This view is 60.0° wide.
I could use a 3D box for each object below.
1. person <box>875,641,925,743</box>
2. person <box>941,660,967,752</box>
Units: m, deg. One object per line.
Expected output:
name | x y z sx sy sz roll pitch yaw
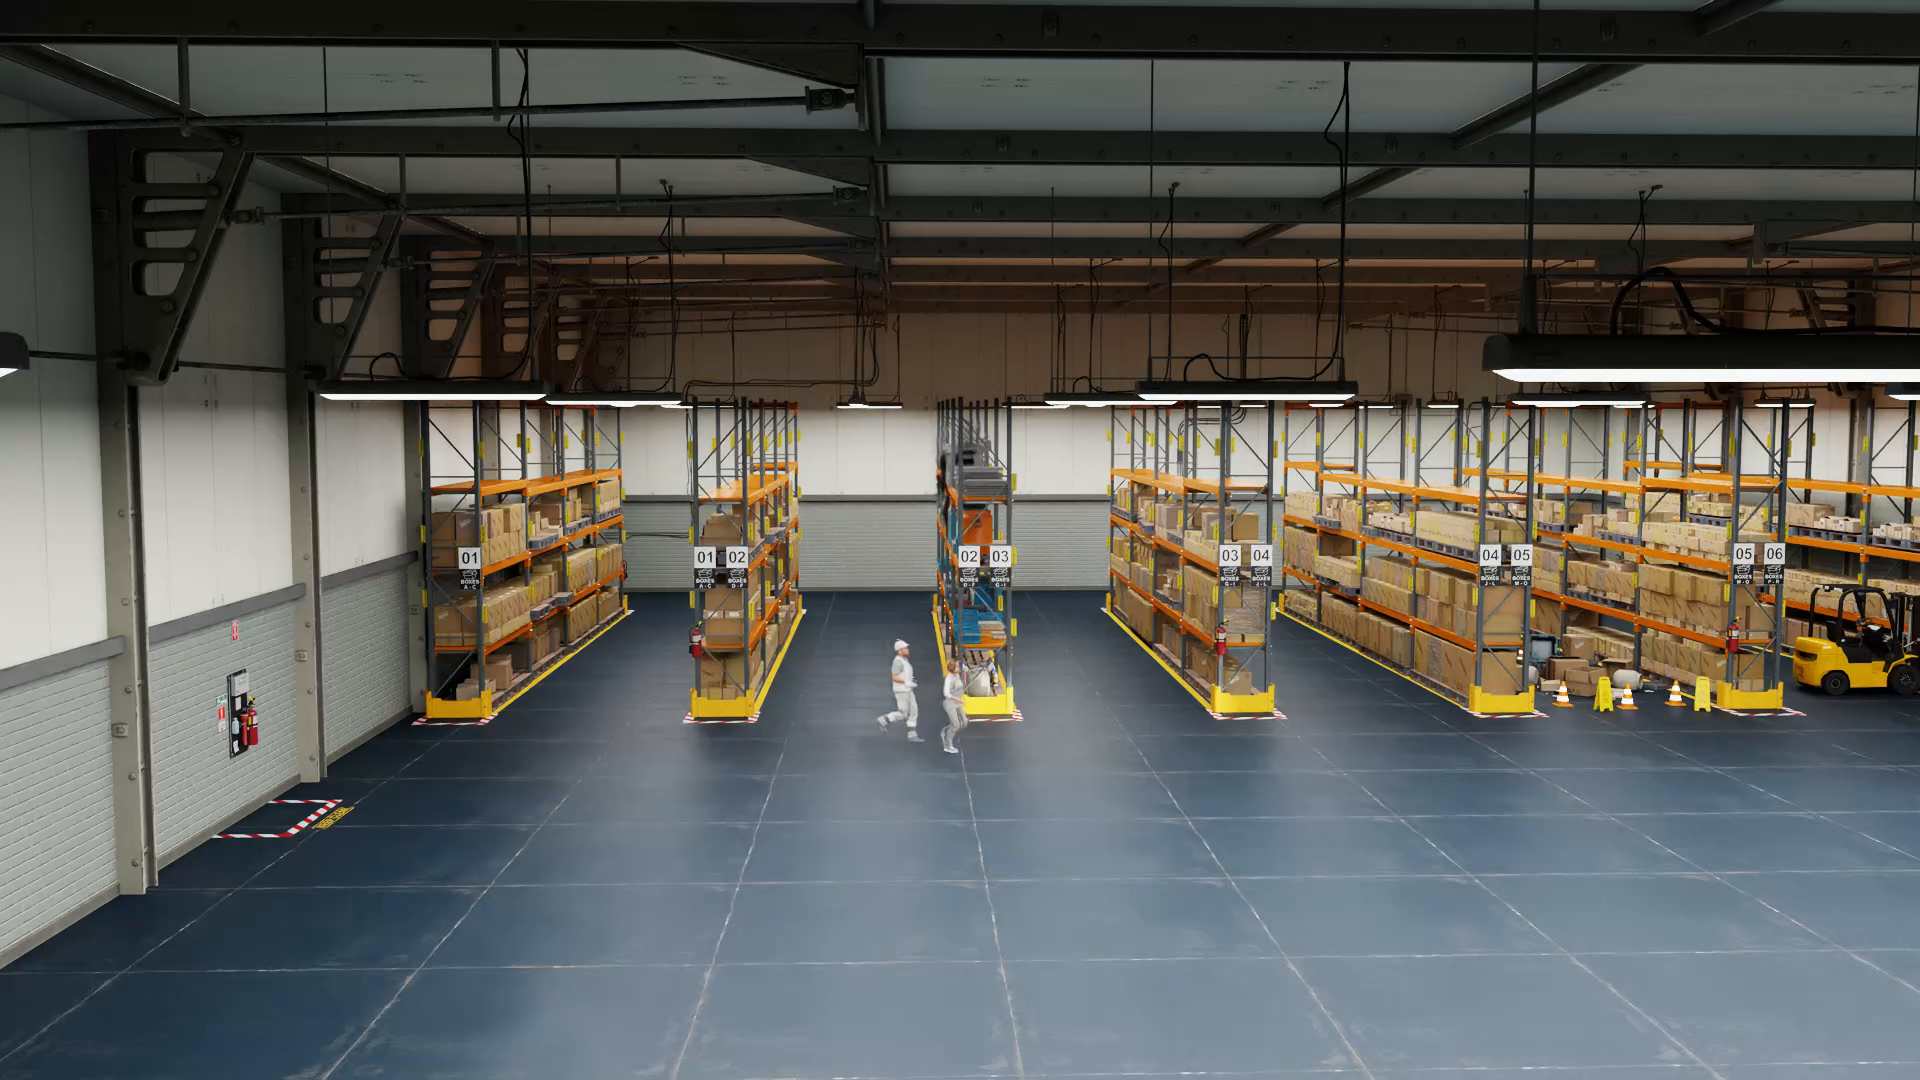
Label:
person | -1.025 2.621 28.791 0.869 1.772 0.657 1 5 14
person | -0.098 2.788 27.918 0.567 1.557 0.584 2 5 26
